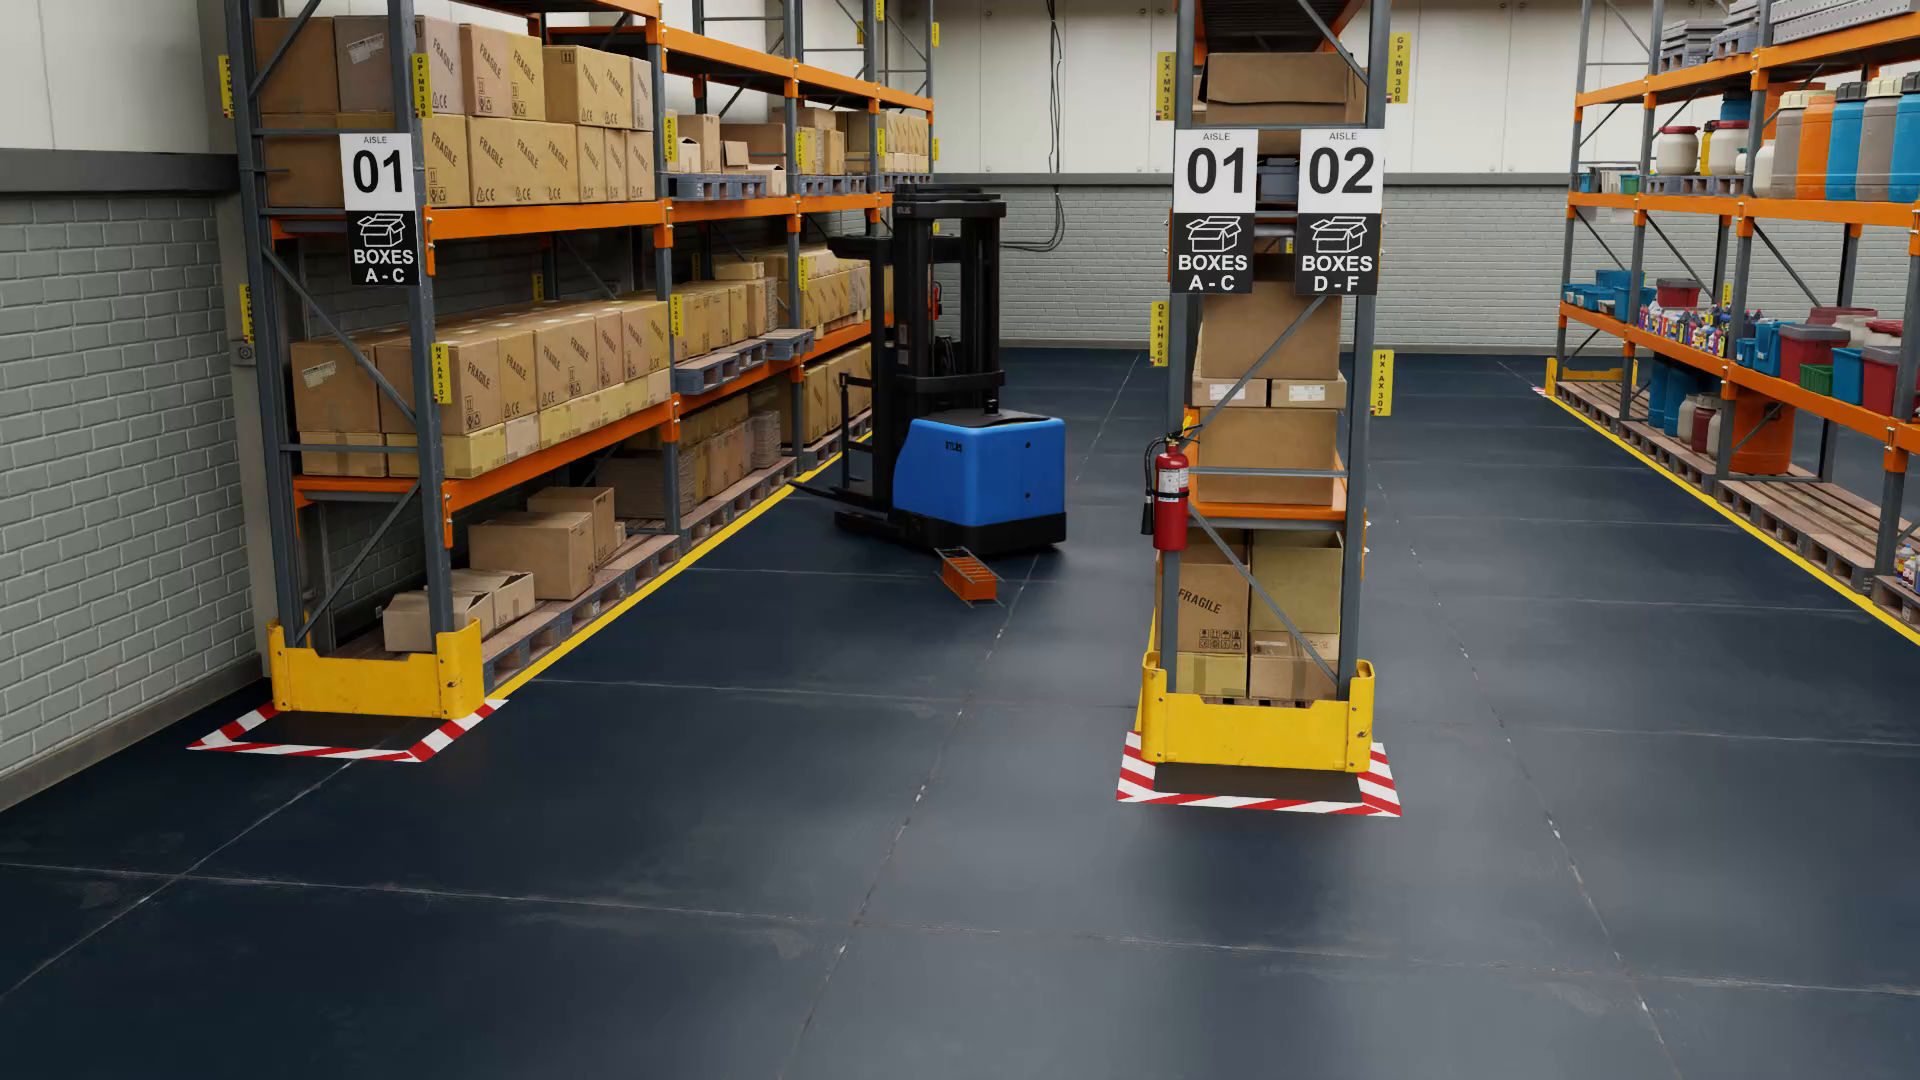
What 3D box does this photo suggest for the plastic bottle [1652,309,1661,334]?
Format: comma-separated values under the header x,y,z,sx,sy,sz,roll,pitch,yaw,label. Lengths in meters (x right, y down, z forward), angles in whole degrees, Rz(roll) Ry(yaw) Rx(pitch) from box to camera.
x,y,z,sx,sy,sz,roll,pitch,yaw,label
7.736,-2.428,18.444,0.097,0.271,0.097,0,12,0,plastic bottle

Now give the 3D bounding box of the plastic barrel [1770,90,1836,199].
x,y,z,sx,sy,sz,roll,pitch,yaw,label
7.329,-3.389,14.288,0.600,0.901,0.600,0,12,0,plastic barrel

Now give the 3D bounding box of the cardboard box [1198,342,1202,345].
x,y,z,sx,sy,sz,roll,pitch,yaw,label
1.693,-1.164,10.496,0.380,0.149,0.250,2,12,8,cardboard box

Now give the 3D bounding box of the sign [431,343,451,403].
x,y,z,sx,sy,sz,roll,pitch,yaw,label
-2.814,-0.903,9.007,0.100,0.325,0.005,2,12,9,sign

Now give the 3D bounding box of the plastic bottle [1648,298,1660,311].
x,y,z,sx,sy,sz,roll,pitch,yaw,label
7.904,-2.579,18.956,0.144,0.351,0.185,2,12,9,plastic bottle

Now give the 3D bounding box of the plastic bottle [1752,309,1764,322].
x,y,z,sx,sy,sz,roll,pitch,yaw,label
8.297,-2.219,17.285,0.144,0.351,0.185,2,12,9,plastic bottle

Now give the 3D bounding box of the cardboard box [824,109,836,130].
x,y,z,sx,sy,sz,roll,pitch,yaw,label
-1.769,-4.913,19.489,0.500,0.250,0.500,3,12,13,cardboard box

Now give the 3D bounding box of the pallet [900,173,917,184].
x,y,z,sx,sy,sz,roll,pitch,yaw,label
-1.178,-4.841,22.428,1.003,0.211,1.213,2,12,9,pallet

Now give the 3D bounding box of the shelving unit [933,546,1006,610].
x,y,z,sx,sy,sz,roll,pitch,yaw,label
0.056,0.269,12.284,0.258,0.189,1.200,-3,13,-14,shelving unit

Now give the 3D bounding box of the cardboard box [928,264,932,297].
x,y,z,sx,sy,sz,roll,pitch,yaw,label
-0.958,-3.868,24.109,0.980,0.700,0.700,2,12,11,cardboard box

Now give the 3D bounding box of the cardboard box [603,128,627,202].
x,y,z,sx,sy,sz,roll,pitch,yaw,label
-2.659,-2.637,11.703,0.500,0.500,0.500,1,12,4,cardboard box

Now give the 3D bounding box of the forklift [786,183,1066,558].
x,y,z,sx,sy,sz,roll,pitch,yaw,label
-0.431,-1.546,14.208,1.130,2.935,3.031,-9,15,-37,forklift

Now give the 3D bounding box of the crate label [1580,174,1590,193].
x,y,z,sx,sy,sz,roll,pitch,yaw,label
8.439,-4.719,22.002,0.408,0.251,0.502,2,12,9,crate label

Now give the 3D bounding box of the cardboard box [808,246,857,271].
x,y,z,sx,sy,sz,roll,pitch,yaw,label
-1.490,-3.248,19.173,0.500,0.250,0.500,2,12,10,cardboard box

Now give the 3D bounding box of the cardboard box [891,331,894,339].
x,y,z,sx,sy,sz,roll,pitch,yaw,label
-0.776,-2.893,23.696,0.380,0.149,0.250,2,12,10,cardboard box

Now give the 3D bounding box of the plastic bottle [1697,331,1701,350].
x,y,z,sx,sy,sz,roll,pitch,yaw,label
7.456,-2.015,16.695,0.097,0.201,0.097,0,12,0,plastic bottle

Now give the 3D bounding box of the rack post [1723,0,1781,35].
x,y,z,sx,sy,sz,roll,pitch,yaw,label
7.740,-4.889,15.500,0.954,0.300,0.937,2,12,9,rack post

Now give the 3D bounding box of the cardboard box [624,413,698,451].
x,y,z,sx,sy,sz,roll,pitch,yaw,label
-2.574,-0.935,14.321,0.500,0.250,0.500,2,12,7,cardboard box

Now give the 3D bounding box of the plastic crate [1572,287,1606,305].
x,y,z,sx,sy,sz,roll,pitch,yaw,label
8.435,-3.276,22.331,0.416,0.233,0.300,2,12,9,plastic crate

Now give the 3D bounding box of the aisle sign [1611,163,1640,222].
x,y,z,sx,sy,sz,roll,pitch,yaw,label
9.201,-4.783,22.897,0.394,0.787,0.004,2,12,9,aisle sign

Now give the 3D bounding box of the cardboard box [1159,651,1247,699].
x,y,z,sx,sy,sz,roll,pitch,yaw,label
1.336,0.680,9.246,0.500,0.250,0.500,2,12,9,cardboard box

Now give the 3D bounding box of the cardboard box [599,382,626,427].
x,y,z,sx,sy,sz,roll,pitch,yaw,label
-2.655,-0.949,11.586,0.500,0.250,0.500,2,12,8,cardboard box

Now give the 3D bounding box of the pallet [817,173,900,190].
x,y,z,sx,sy,sz,roll,pitch,yaw,label
-1.368,-4.588,21.253,1.003,0.211,1.213,2,12,9,pallet

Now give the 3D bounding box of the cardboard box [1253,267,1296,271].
x,y,z,sx,sy,sz,roll,pitch,yaw,label
1.790,-1.343,9.787,0.700,0.500,0.500,2,12,9,cardboard box

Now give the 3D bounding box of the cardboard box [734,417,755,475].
x,y,z,sx,sy,sz,roll,pitch,yaw,label
-2.373,-0.900,15.941,0.700,0.500,0.500,2,12,9,cardboard box

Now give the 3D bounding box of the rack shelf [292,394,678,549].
x,y,z,sx,sy,sz,roll,pitch,yaw,label
-3.042,-0.562,11.187,1.077,0.370,4.000,2,12,9,rack shelf

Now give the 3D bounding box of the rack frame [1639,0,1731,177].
x,y,z,sx,sy,sz,roll,pitch,yaw,label
8.285,-5.607,18.649,1.000,3.000,0.127,2,12,9,rack frame

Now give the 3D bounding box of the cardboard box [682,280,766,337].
x,y,z,sx,sy,sz,roll,pitch,yaw,label
-2.241,-2.211,15.851,0.700,0.500,0.500,1,12,3,cardboard box

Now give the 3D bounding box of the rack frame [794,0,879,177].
x,y,z,sx,sy,sz,roll,pitch,yaw,label
-1.504,-5.928,20.139,1.000,3.000,0.127,2,12,9,rack frame

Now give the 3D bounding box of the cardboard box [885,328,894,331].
x,y,z,sx,sy,sz,roll,pitch,yaw,label
-1.076,-3.012,24.245,0.380,0.149,0.250,2,12,9,cardboard box

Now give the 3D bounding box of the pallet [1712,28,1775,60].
x,y,z,sx,sy,sz,roll,pitch,yaw,label
7.811,-4.635,15.540,1.213,0.211,1.003,2,12,9,pallet

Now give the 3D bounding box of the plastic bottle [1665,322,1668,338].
x,y,z,sx,sy,sz,roll,pitch,yaw,label
7.650,-2.277,17.910,0.097,0.201,0.097,0,12,0,plastic bottle

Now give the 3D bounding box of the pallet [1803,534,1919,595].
x,y,z,sx,sy,sz,roll,pitch,yaw,label
7.137,0.190,12.612,1.003,0.211,1.213,2,12,9,pallet

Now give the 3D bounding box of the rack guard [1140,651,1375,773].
x,y,z,sx,sy,sz,roll,pitch,yaw,label
1.542,0.890,8.679,1.175,0.500,0.348,2,12,9,rack guard

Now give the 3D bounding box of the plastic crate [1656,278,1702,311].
x,y,z,sx,sy,sz,roll,pitch,yaw,label
8.670,-2.912,20.093,0.402,0.464,0.583,2,12,9,plastic crate

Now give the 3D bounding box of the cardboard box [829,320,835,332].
x,y,z,sx,sy,sz,roll,pitch,yaw,label
-1.615,-2.430,18.698,0.380,0.149,0.250,2,12,9,cardboard box

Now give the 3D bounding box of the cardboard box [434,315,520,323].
x,y,z,sx,sy,sz,roll,pitch,yaw,label
-3.248,-1.222,11.073,0.500,0.500,0.500,2,12,9,cardboard box

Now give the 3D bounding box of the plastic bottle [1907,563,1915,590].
x,y,z,sx,sy,sz,roll,pitch,yaw,label
6.541,0.239,11.364,0.097,0.201,0.097,0,12,0,plastic bottle

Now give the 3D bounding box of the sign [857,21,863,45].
x,y,z,sx,sy,sz,roll,pitch,yaw,label
-1.437,-7.314,23.977,0.100,0.325,0.005,2,12,9,sign

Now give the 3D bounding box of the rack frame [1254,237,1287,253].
x,y,z,sx,sy,sz,roll,pitch,yaw,label
3.391,-2.835,20.030,1.000,3.000,0.127,2,12,9,rack frame

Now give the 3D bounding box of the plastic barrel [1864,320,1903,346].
x,y,z,sx,sy,sz,roll,pitch,yaw,label
7.598,-1.510,13.557,0.433,0.535,0.433,0,12,0,plastic barrel

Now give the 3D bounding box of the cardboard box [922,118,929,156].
x,y,z,sx,sy,sz,roll,pitch,yaw,label
-0.732,-5.680,23.453,0.500,0.500,0.500,2,12,8,cardboard box

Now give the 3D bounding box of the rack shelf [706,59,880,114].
x,y,z,sx,sy,sz,roll,pitch,yaw,label
-1.812,-4.964,18.325,1.077,0.370,4.000,2,12,9,rack shelf

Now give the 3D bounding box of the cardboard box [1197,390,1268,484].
x,y,z,sx,sy,sz,roll,pitch,yaw,label
1.706,-0.592,9.385,0.700,0.500,0.500,2,12,10,cardboard box

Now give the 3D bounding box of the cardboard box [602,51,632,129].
x,y,z,sx,sy,sz,roll,pitch,yaw,label
-2.618,-3.115,11.551,0.500,0.500,0.500,3,12,12,cardboard box

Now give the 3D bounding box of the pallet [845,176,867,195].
x,y,z,sx,sy,sz,roll,pitch,yaw,label
-1.597,-4.175,19.582,0.805,0.209,1.217,1,12,6,pallet

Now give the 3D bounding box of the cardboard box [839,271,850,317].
x,y,z,sx,sy,sz,roll,pitch,yaw,label
-1.552,-2.780,18.782,0.500,0.500,0.500,2,12,10,cardboard box

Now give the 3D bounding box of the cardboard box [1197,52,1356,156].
x,y,z,sx,sy,sz,roll,pitch,yaw,label
1.638,-2.247,8.607,0.797,0.503,0.637,3,12,13,cardboard box

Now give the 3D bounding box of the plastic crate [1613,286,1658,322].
x,y,z,sx,sy,sz,roll,pitch,yaw,label
8.020,-2.804,19.779,0.392,0.384,0.575,2,12,9,plastic crate

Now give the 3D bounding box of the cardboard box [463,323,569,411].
x,y,z,sx,sy,sz,roll,pitch,yaw,label
-2.808,-1.100,10.504,0.500,0.500,0.500,1,12,7,cardboard box

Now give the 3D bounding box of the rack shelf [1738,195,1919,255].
x,y,z,sx,sy,sz,roll,pitch,yaw,label
7.362,-2.540,13.246,1.077,0.370,4.000,2,12,9,rack shelf

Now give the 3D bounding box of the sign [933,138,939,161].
x,y,z,sx,sy,sz,roll,pitch,yaw,label
-0.355,-5.668,24.139,0.100,0.325,0.005,2,12,9,sign

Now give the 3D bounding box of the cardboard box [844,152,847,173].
x,y,z,sx,sy,sz,roll,pitch,yaw,label
-1.631,-4.792,21.112,0.500,0.250,0.500,2,12,9,cardboard box

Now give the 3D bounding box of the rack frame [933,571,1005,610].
x,y,z,sx,sy,sz,roll,pitch,yaw,label
0.056,0.359,12.304,0.240,0.006,1.200,-3,13,-14,rack frame
